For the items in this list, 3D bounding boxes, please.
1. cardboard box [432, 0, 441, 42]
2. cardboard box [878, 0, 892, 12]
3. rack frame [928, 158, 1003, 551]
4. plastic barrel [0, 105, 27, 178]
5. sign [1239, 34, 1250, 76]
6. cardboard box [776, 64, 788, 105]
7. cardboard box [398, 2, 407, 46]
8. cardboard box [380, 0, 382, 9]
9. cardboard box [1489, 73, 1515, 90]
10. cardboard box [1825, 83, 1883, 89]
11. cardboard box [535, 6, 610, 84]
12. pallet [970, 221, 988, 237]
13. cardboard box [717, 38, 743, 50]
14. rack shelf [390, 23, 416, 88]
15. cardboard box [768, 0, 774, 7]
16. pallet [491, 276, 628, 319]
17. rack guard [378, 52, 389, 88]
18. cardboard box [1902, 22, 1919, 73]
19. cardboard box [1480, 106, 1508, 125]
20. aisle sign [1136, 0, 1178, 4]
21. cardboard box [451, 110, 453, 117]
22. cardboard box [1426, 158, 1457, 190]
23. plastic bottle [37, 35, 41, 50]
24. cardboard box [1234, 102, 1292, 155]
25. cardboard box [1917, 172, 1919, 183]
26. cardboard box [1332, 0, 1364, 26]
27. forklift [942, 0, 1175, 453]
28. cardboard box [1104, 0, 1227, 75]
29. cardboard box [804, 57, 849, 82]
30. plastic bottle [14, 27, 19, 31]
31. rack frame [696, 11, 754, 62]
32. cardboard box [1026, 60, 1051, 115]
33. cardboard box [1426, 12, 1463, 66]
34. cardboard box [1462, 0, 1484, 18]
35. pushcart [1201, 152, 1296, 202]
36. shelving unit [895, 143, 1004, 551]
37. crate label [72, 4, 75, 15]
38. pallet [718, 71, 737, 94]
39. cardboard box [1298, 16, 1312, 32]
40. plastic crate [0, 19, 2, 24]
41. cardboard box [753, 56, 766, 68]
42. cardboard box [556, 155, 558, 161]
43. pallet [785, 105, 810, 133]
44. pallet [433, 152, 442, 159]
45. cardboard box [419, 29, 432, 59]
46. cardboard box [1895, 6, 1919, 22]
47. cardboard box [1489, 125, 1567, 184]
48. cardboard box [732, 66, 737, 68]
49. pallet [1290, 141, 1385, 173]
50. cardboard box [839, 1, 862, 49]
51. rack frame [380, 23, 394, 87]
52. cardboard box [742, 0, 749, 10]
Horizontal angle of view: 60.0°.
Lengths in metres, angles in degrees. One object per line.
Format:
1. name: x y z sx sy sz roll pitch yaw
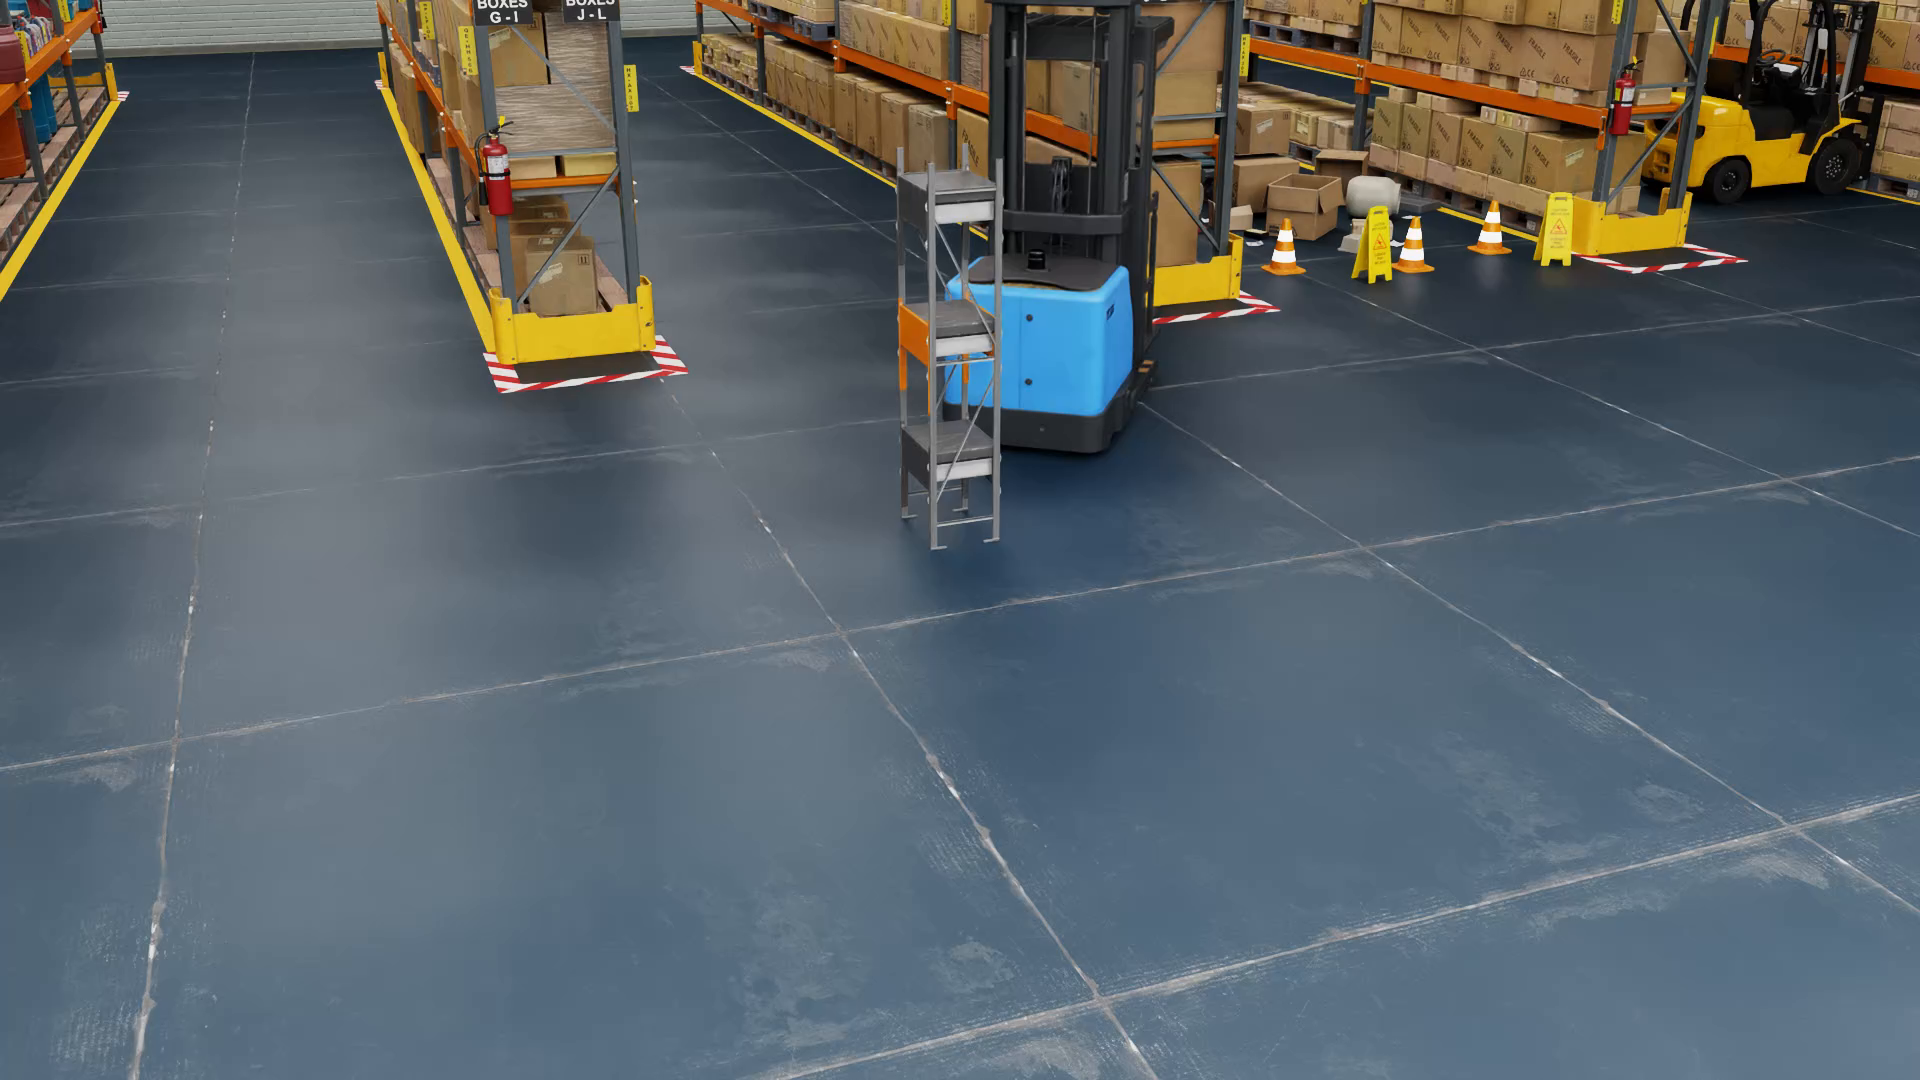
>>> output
1. cardboard box: -4.384 -4.690 14.716 0.500 0.500 0.500 -8 24 -19
2. cardboard box: -0.529 -6.314 18.953 0.700 0.500 0.500 -9 24 -20
3. rack frame: 0.028 -0.939 8.775 0.400 2.100 0.015 -8 24 -19
4. plastic barrel: -10.540 -4.387 18.050 0.600 0.830 0.708 -8 24 -19
5. sign: 2.306 -3.944 13.529 0.100 0.325 0.005 -8 24 -19
6. cardboard box: -2.254 -6.340 23.107 0.500 0.500 0.500 -7 24 -17
7. cardboard box: -6.481 -6.259 20.110 0.500 0.500 0.500 -9 25 -21
8. cardboard box: -8.271 -7.848 24.330 0.380 0.149 0.250 -9 24 -20
9. cardboard box: 5.530 -4.596 16.617 0.380 0.149 0.250 -9 24 -20
10. cardboard box: 10.323 -5.154 19.328 0.500 0.250 0.500 -8 24 -19
11. cardboard box: -2.831 -3.672 12.301 0.500 0.500 0.500 -8 24 -19
12. pallet: 0.567 -3.316 16.846 1.003 0.211 1.213 -8 24 -19
13. cardboard box: -3.657 -7.894 26.480 0.380 0.149 0.250 -10 25 -22
14. rack shelf: -6.424 -6.093 20.770 1.077 0.370 4.000 -8 24 -19
15. cardboard box: -2.380 -7.291 22.470 0.380 0.149 0.250 -9 25 -21
16. pallet: -3.172 -1.834 13.328 1.003 0.211 1.213 -8 24 -19
17. rack guard: -8.552 -7.461 26.309 1.175 0.500 0.348 -8 24 -19
18. cardboard box: 10.428 -5.212 17.624 0.500 0.500 0.500 -8 24 -17
19. cardboard box: 5.483 -4.289 16.762 0.380 0.149 0.250 -7 24 -17
20. aisle sign: 1.529 -4.566 12.873 0.394 0.787 0.004 -8 24 -19
21. cardboard box: -4.320 -3.829 14.797 0.380 0.149 0.250 -8 24 -19
22. cardboard box: 5.311 -3.894 17.627 0.500 0.250 0.500 -9 24 -20
23. plastic bottle: -10.902 -5.878 19.589 0.097 0.201 0.097 0 23 0
24. cardboard box: 3.312 -4.546 18.417 0.500 0.500 0.500 -8 24 -19
25. cardboard box: 10.560 -3.887 17.609 0.500 0.250 0.500 -8 24 -19
26. cardboard box: 4.588 -6.117 18.849 0.500 0.500 0.500 -9 24 -20
27. forklift: 0.792 -2.436 11.257 1.130 2.935 3.031 6 24 15
28. cardboard box: 1.689 -4.142 13.631 0.875 0.550 0.550 -8 24 -19
29. cardboard box: -1.717 -6.123 21.628 0.500 0.250 0.500 -8 24 -18
30. plastic bottle: -10.996 -5.840 19.410 0.097 0.271 0.097 0 23 0
31. rack frame: -3.868 -9.248 27.330 1.000 3.000 0.127 -8 24 -19
32. cardboard box: 1.090 -4.237 15.247 0.875 0.550 0.500 -8 24 -19
33. cardboard box: 5.225 -5.226 17.274 0.500 0.500 0.500 -9 24 -19
34. cardboard box: 5.500 -5.507 16.654 0.700 0.500 0.500 -9 24 -19
35. pushcart: 2.851 -4.065 18.408 1.648 0.377 0.936 -18 29 -37
36. shelving unit: -0.058 -1.028 8.985 0.431 2.100 0.503 -8 24 -19
37. crate label: -12.510 -7.354 23.099 0.396 0.136 0.243 -8 24 -19
38. pallet: -3.160 -7.193 26.044 1.003 0.211 1.213 -8 24 -19
39. cardboard box: 4.232 -6.110 19.667 0.380 0.149 0.250 -8 24 -19
40. plastic crate: -12.249 -6.615 21.025 0.392 0.384 0.575 -8 24 -19
41. cardboard box: -2.824 -7.042 24.461 0.380 0.149 0.250 -8 24 -17
42. cardboard box: -2.914 -2.998 12.824 0.380 0.149 0.250 -8 24 -19
43. pallet: -1.744 -5.783 22.699 1.003 0.211 1.213 -8 24 -19
44. pallet: -5.926 -4.709 20.152 1.003 0.211 1.213 -8 24 -19
45. cardboard box: -5.341 -5.182 17.334 0.500 0.250 0.500 -9 24 -20
46. cardboard box: 10.269 -5.639 17.803 0.380 0.149 0.250 -9 25 -21
47. cardboard box: 5.665 -3.867 16.597 0.500 0.500 0.500 -7 24 -17
48. cardboard box: -3.307 -7.250 25.720 0.380 0.149 0.250 -8 24 -18
49. pallet: 4.690 -4.602 19.896 1.003 0.211 1.213 -8 24 -19
50. cardboard box: -1.136 -6.187 19.939 0.500 0.500 0.500 -8 24 -18
51. rack frame: -8.544 -8.604 25.803 1.000 3.000 0.127 -8 24 -19
52. cardboard box: -2.968 -7.829 24.287 0.380 0.149 0.250 -9 24 -20
